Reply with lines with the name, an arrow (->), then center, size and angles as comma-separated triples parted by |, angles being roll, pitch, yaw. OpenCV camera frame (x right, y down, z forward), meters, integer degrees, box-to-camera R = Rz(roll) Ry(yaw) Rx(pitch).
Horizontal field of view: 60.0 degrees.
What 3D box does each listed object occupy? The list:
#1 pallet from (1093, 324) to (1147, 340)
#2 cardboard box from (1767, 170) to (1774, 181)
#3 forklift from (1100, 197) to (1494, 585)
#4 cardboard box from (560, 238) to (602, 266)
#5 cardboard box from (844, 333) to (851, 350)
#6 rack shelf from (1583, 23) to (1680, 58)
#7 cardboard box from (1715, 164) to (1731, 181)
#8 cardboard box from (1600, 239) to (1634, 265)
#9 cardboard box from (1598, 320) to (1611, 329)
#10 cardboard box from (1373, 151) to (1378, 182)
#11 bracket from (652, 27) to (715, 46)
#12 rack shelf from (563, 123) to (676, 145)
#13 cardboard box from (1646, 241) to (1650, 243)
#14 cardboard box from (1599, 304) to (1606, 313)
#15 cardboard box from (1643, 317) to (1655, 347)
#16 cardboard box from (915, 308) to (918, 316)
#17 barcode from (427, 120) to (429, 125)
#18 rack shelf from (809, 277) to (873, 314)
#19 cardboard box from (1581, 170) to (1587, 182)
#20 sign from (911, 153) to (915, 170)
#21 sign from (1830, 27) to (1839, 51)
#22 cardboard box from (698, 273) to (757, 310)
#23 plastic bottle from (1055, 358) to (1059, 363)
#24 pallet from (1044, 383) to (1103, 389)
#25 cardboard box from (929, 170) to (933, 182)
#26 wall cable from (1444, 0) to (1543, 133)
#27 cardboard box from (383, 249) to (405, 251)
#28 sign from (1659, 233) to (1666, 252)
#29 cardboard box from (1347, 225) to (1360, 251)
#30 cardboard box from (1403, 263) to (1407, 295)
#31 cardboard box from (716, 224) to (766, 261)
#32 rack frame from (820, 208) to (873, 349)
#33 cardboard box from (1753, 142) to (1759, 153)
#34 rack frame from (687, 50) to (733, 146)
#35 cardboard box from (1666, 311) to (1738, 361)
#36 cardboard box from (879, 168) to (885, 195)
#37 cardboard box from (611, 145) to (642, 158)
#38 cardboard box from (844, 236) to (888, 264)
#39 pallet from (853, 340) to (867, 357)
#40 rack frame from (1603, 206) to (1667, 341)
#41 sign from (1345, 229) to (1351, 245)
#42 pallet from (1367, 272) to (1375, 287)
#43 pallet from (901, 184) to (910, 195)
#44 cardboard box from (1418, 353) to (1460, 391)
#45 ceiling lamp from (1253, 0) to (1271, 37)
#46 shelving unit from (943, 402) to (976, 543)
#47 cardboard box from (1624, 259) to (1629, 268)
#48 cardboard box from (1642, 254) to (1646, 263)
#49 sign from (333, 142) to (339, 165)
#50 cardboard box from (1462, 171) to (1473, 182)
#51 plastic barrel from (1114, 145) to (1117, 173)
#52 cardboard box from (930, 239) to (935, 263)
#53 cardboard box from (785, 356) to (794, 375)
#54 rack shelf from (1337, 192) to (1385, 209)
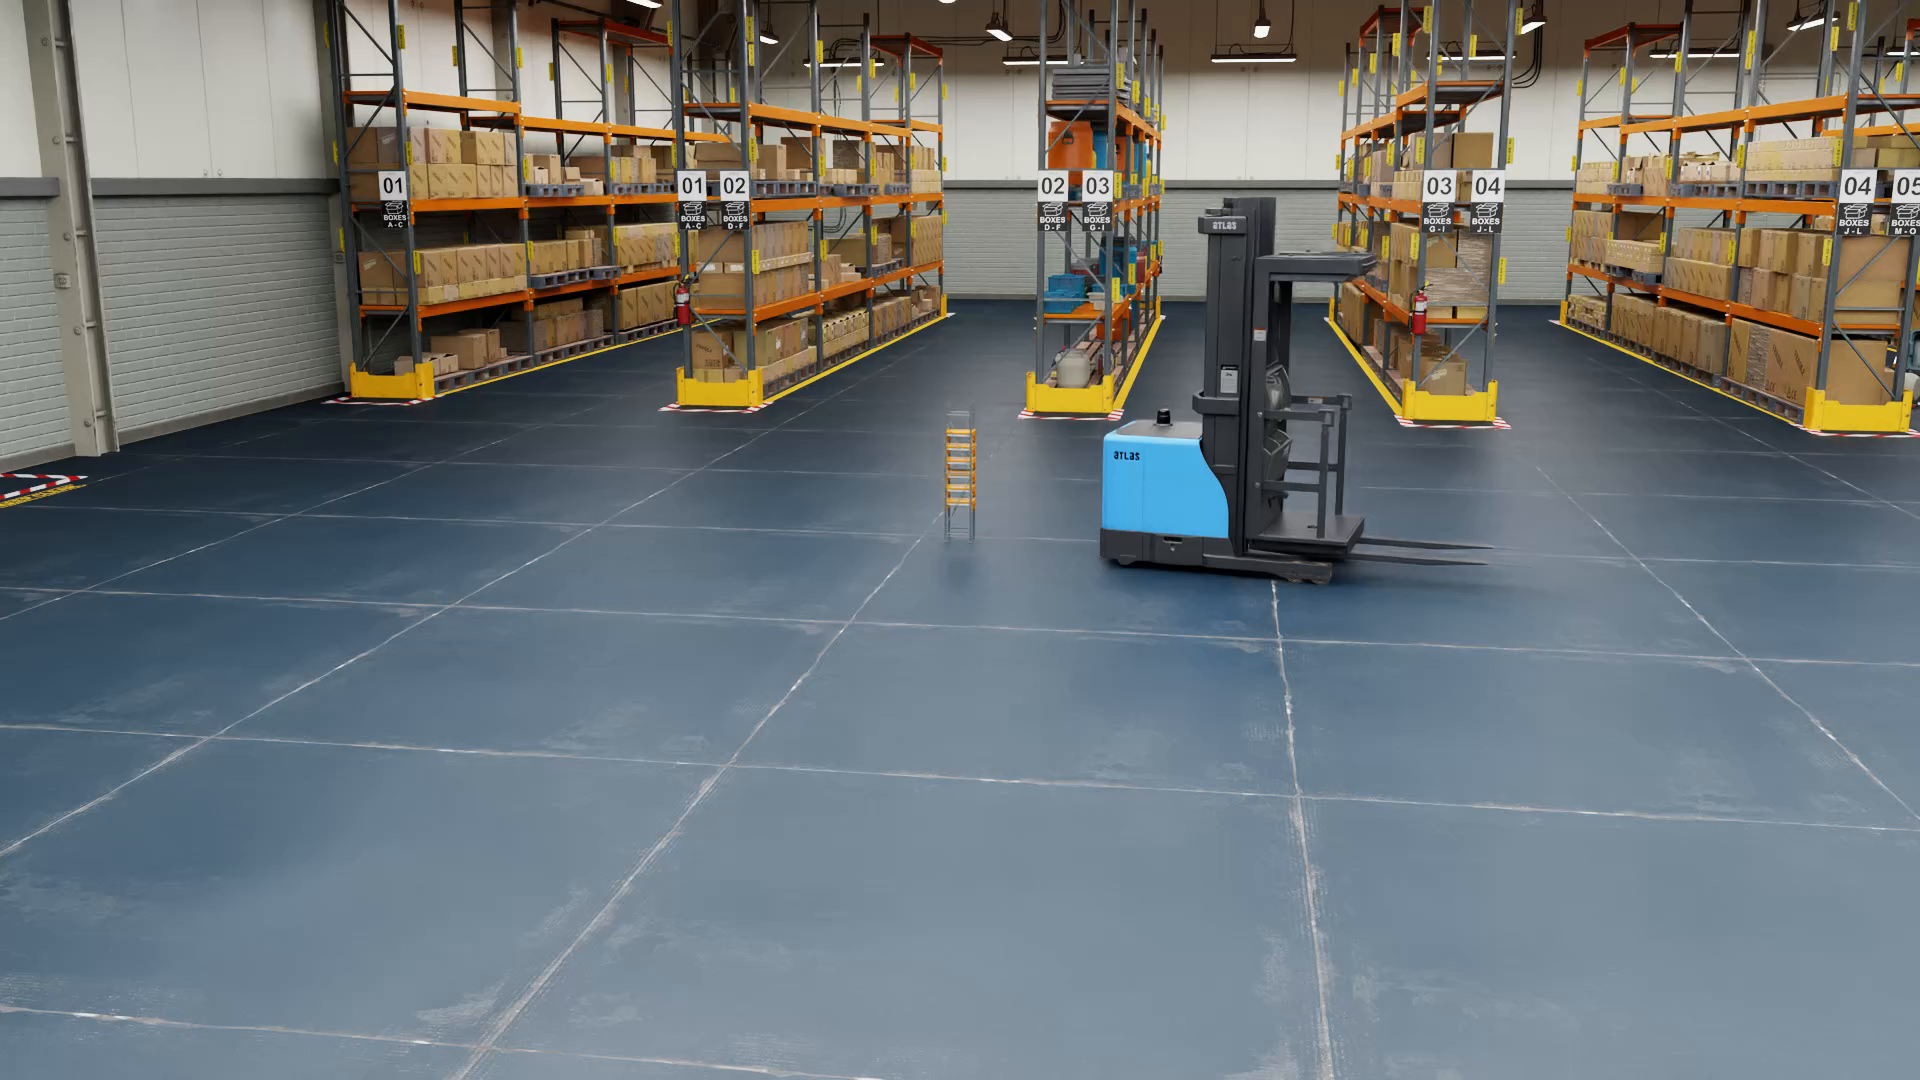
pallet -> 3.219, -4.193, 33.450 | 1.003, 0.211, 1.213 | 2, 12, 9
cardboard box -> 11.382, -5.029, 22.952 | 0.380, 0.149, 0.250 | 2, 12, 8
forklift -> 2.711, -1.213, 13.163 | 3.031, 2.935, 1.130 | 5, 13, 20
cardboard box -> -7.087, -5.370, 31.008 | 0.700, 0.500, 0.500 | 0, 12, 2
cardboard box -> -2.202, -3.469, 28.999 | 0.500, 0.250, 0.500 | 2, 12, 10
rack shelf -> 13.466, -9.995, 33.332 | 1.077, 0.370, 4.000 | 2, 12, 9
cardboard box -> 11.901, -5.619, 25.450 | 0.500, 0.250, 0.500 | 2, 12, 8
cardboard box -> 12.954, -5.678, 32.775 | 0.500, 0.500, 0.500 | 2, 12, 9
cardboard box -> 12.882, -4.278, 32.993 | 0.380, 0.149, 0.250 | 2, 12, 9
cardboard box -> 7.250, -6.287, 28.003 | 0.500, 0.500, 0.500 | 2, 12, 9
bracket -> -6.346, -11.514, 38.016 | 0.076, 0.066, 4.783 | 2, 12, 9
rack shelf -> -6.717, -8.006, 32.938 | 1.077, 0.370, 4.000 | 2, 12, 9
cardboard box -> 13.249, -5.601, 31.550 | 0.380, 0.149, 0.250 | 2, 12, 7
cardboard box -> 12.956, -4.613, 33.136 | 0.380, 0.149, 0.250 | 2, 12, 9
cardboard box -> 12.386, -3.670, 29.337 | 0.500, 0.500, 0.500 | 2, 12, 8
cardboard box -> -1.113, -4.968, 36.105 | 0.380, 0.166, 0.250 | 2, 12, 9
barcode -> -8.279, -6.491, 25.863 | 0.001, 0.075, 0.075 | 2, 12, 9
rack shelf -> -2.437, -4.276, 28.923 | 1.077, 0.370, 4.000 | 2, 12, 9
cardboard box -> 13.370, -7.652, 34.928 | 0.500, 0.250, 0.500 | 2, 12, 8
sign -> -0.966, -7.771, 34.151 | 0.100, 0.325, 0.005 | 2, 12, 9
sign -> 12.473, -7.152, 23.725 | 0.100, 0.325, 0.005 | 2, 12, 9
cardboard box -> -3.276, -3.525, 23.491 | 0.700, 0.500, 0.500 | 2, 12, 9
plastic bottle -> 1.449, -2.549, 24.624 | 0.152, 0.276, 0.135 | 2, 12, 9
pallet -> 1.629, -2.041, 23.462 | 1.003, 0.211, 1.213 | 2, 12, 9
cardboard box -> -0.884, -8.024, 36.654 | 0.500, 0.250, 0.500 | 2, 12, 9
wall cable -> 13.164, -11.959, 40.987 | 2.277, 5.999, 0.120 | 2, 12, 9
cardboard box -> -8.306, -4.051, 24.700 | 0.500, 0.500, 0.500 | 2, 12, 9
sign -> 12.006, -5.084, 28.402 | 0.100, 0.325, 0.005 | 2, 12, 9
cardboard box -> 8.080, -6.098, 33.540 | 0.500, 0.500, 0.500 | 2, 12, 10
cardboard box -> 6.617, -3.576, 23.022 | 0.875, 0.500, 0.500 | 2, 12, 9
cardboard box -> -3.192, -4.279, 23.914 | 0.700, 0.500, 0.500 | 2, 12, 7
rack frame -> -2.130, -5.044, 30.780 | 1.000, 3.000, 0.127 | 2, 12, 9
cardboard box -> 11.498, -5.578, 23.604 | 0.380, 0.149, 0.250 | 2, 12, 8
rack frame -> -5.795, -9.802, 38.616 | 1.000, 3.000, 0.127 | 2, 12, 9
cardboard box -> 12.230, -3.340, 27.216 | 1.050, 0.750, 0.750 | 2, 12, 10
cardboard box -> -1.938, -6.866, 31.874 | 0.910, 0.500, 0.500 | 2, 12, 9
cardboard box -> -6.745, -7.839, 33.567 | 0.500, 0.250, 0.500 | 1, 12, 7
cardboard box -> -1.815, -5.617, 32.205 | 0.700, 0.500, 0.500 | 4, 13, 19
pallet -> -2.295, -3.511, 30.284 | 1.003, 0.211, 1.213 | 2, 12, 9
rack frame -> 13.159, -5.373, 32.307 | 1.000, 3.000, 0.127 | 2, 12, 9
sign -> 7.725, -6.035, 33.133 | 0.100, 0.325, 0.005 | 2, 12, 9
pallet -> 7.654, -4.477, 28.602 | 1.213, 0.211, 1.003 | 2, 12, 9
pallet -> -1.684, -7.118, 33.728 | 1.213, 0.211, 1.003 | 2, 12, 9
cardboard box -> 6.598, -2.296, 22.961 | 0.500, 0.500, 0.500 | 5, 13, 23
ceiling lamp -> 6.017, -11.237, 31.421 | 0.800, 3.185, 2.000 | 2, 12, 9
shelving unit -> -0.002, -0.584, 14.353 | 0.258, 1.200, 0.189 | 2, 12, 9
cardboard box -> 12.406, -5.064, 30.473 | 0.380, 0.149, 0.250 | 1, 12, 6
cardboard box -> 12.209, -4.942, 29.198 | 0.380, 0.149, 0.250 | 2, 12, 11
sign -> -8.801, -5.460, 23.487 | 0.100, 0.325, 0.005 | 2, 12, 9
cardboard box -> 6.699, -4.695, 21.448 | 0.380, 0.149, 0.250 | 2, 12, 8
plastic barrel -> 2.423, -6.430, 28.902 | 0.600, 0.901, 0.600 | 0, 12, 0
cardboard box -> -0.858, -6.445, 37.040 | 0.500, 0.500, 0.500 | 2, 12, 9
cardboard box -> -2.826, -2.657, 25.231 | 0.500, 0.250, 0.500 | 2, 12, 9
rack shelf -> 8.581, -7.086, 34.842 | 1.077, 0.370, 4.000 | 2, 12, 9
